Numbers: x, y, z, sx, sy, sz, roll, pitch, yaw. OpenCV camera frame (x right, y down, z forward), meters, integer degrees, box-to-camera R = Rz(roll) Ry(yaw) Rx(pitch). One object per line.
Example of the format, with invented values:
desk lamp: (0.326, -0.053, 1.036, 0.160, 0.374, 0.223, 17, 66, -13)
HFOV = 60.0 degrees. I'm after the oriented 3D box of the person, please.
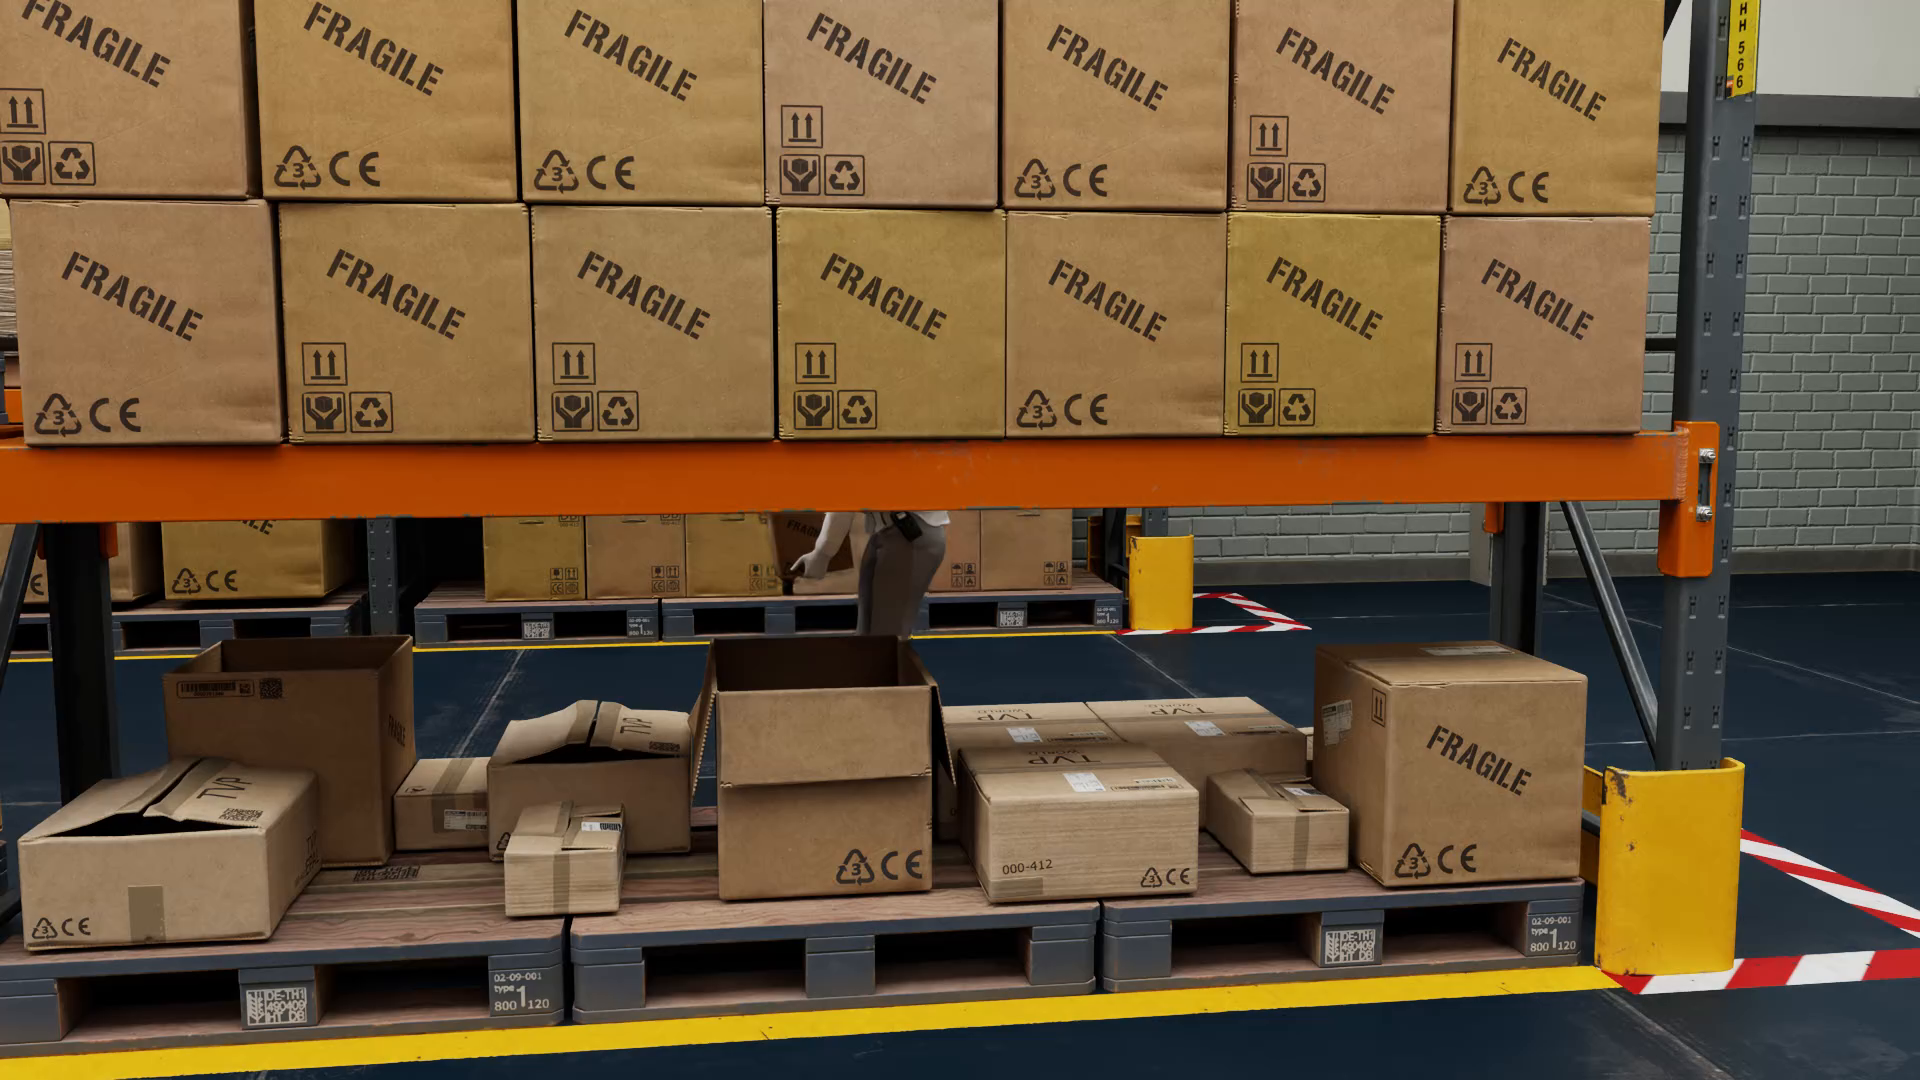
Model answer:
person: (-0.316, 0.034, 5.725, 0.562, 1.631, 0.414, -1, 7, -12)
